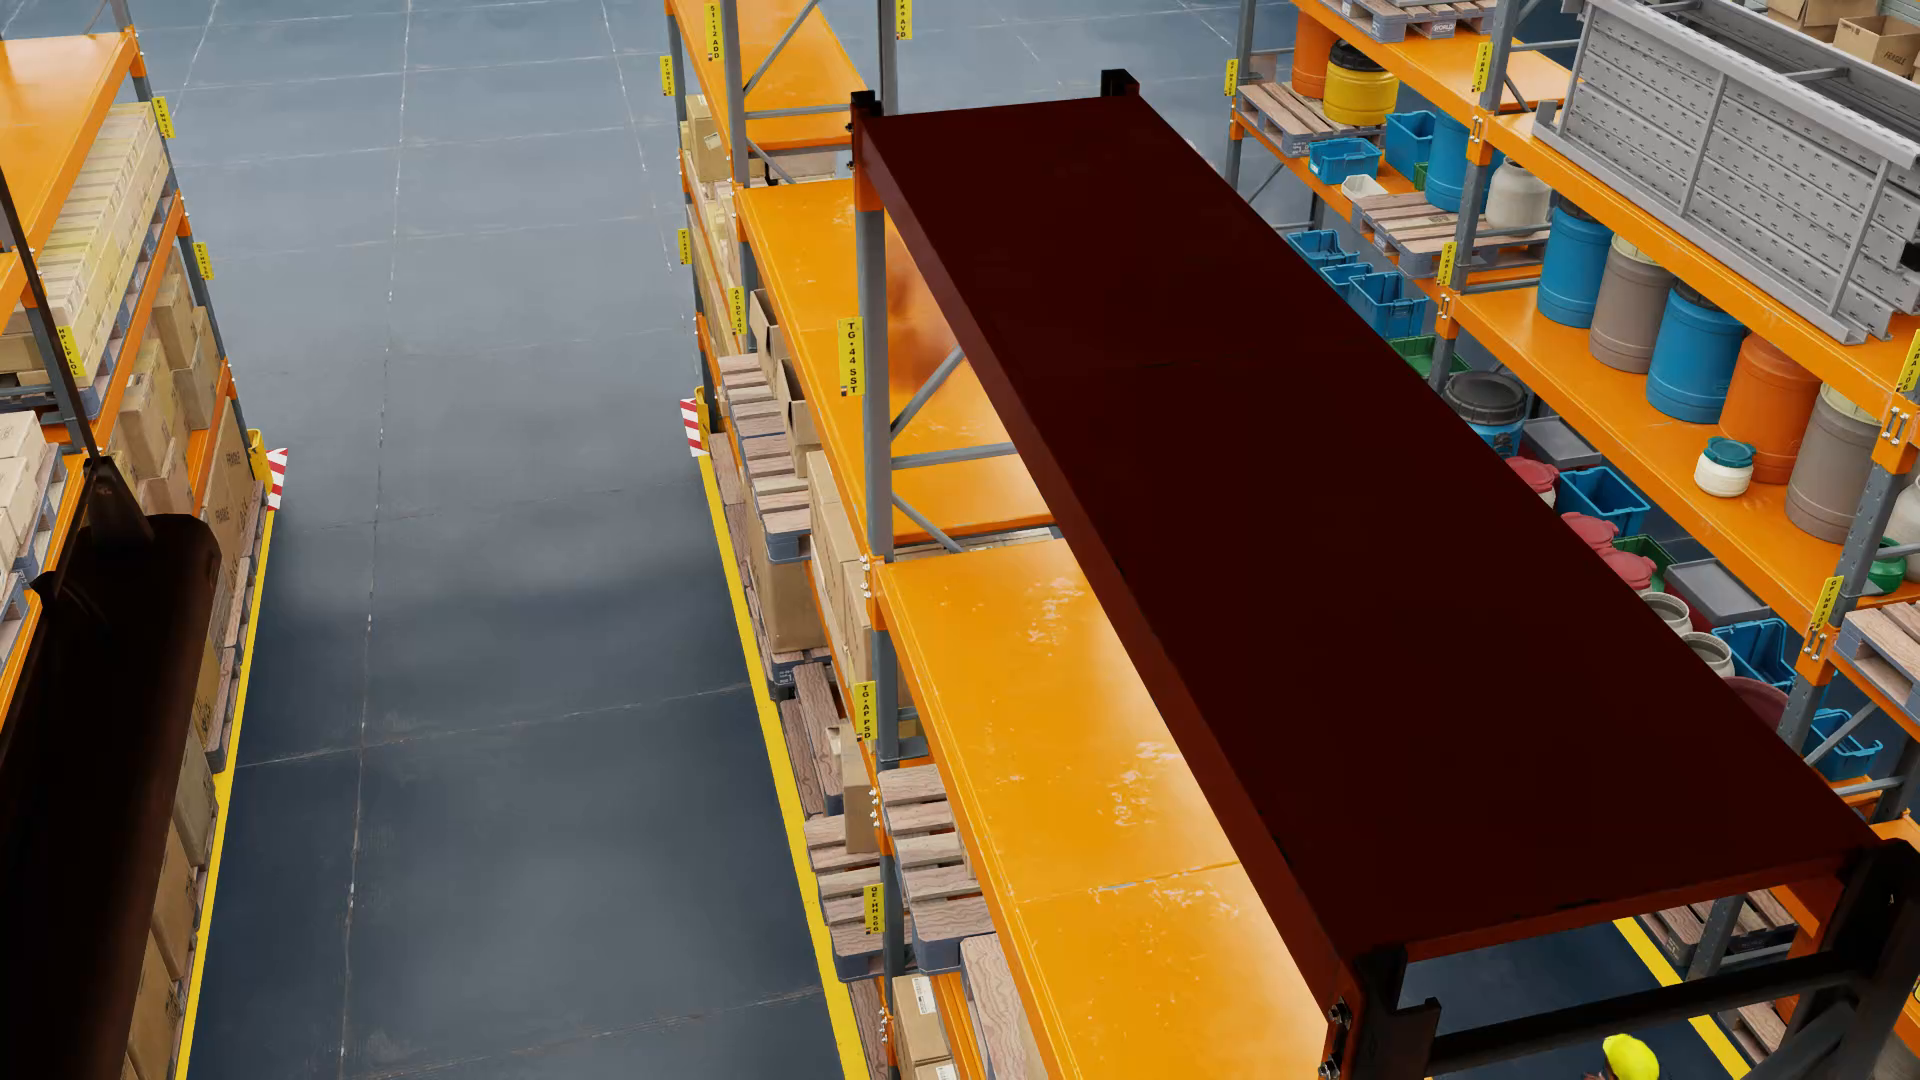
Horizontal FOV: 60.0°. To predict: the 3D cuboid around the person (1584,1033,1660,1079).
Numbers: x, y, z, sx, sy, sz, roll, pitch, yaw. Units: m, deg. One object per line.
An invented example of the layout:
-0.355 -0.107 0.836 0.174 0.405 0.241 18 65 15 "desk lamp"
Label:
3.069 3.017 8.121 0.672 1.721 0.657 -10 36 -14 "person"
